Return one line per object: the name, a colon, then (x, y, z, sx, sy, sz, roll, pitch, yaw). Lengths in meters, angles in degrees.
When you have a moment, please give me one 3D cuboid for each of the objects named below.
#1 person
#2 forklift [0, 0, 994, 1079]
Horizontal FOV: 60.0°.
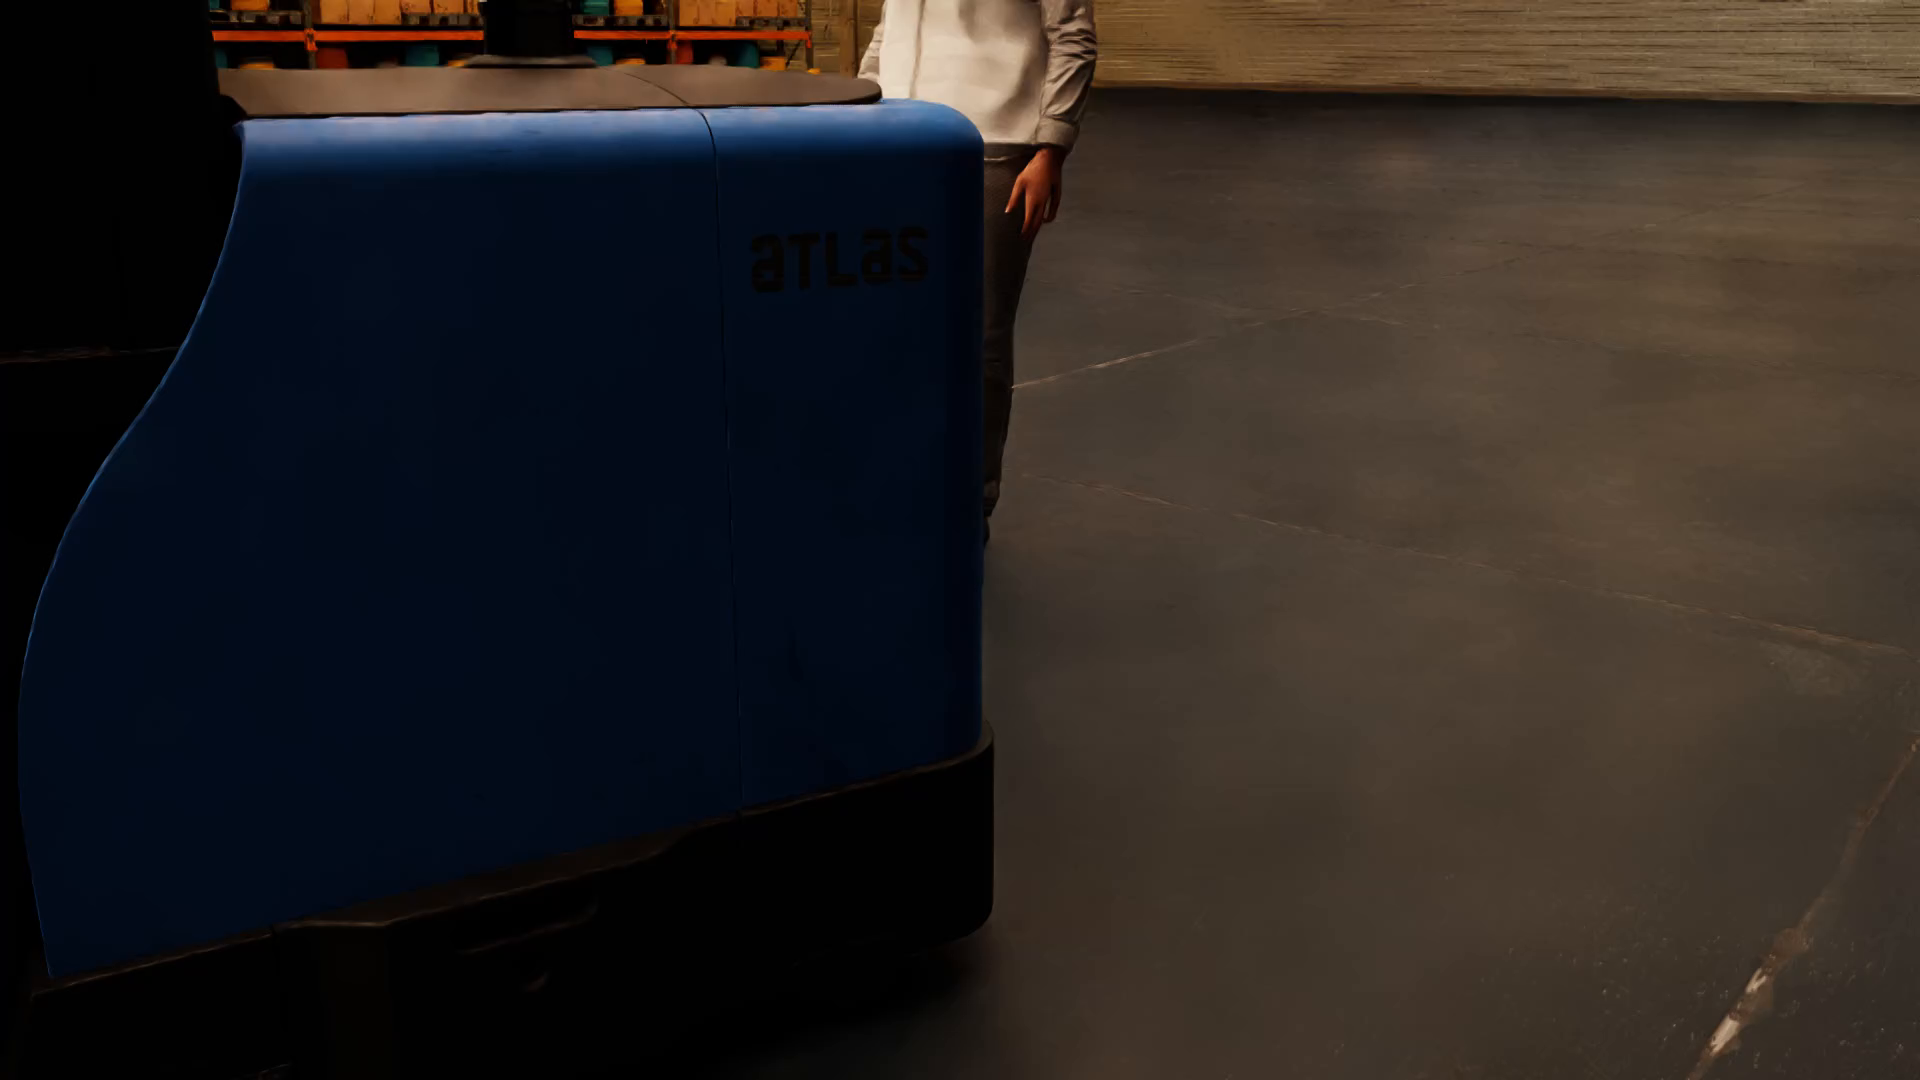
person: (-0.046, -0.843, 3.641, 0.632, 1.773, 0.567, 13, 21, 37)
forklift: (-1.490, -0.760, 1.400, 3.031, 2.935, 1.130, -10, 19, -29)
